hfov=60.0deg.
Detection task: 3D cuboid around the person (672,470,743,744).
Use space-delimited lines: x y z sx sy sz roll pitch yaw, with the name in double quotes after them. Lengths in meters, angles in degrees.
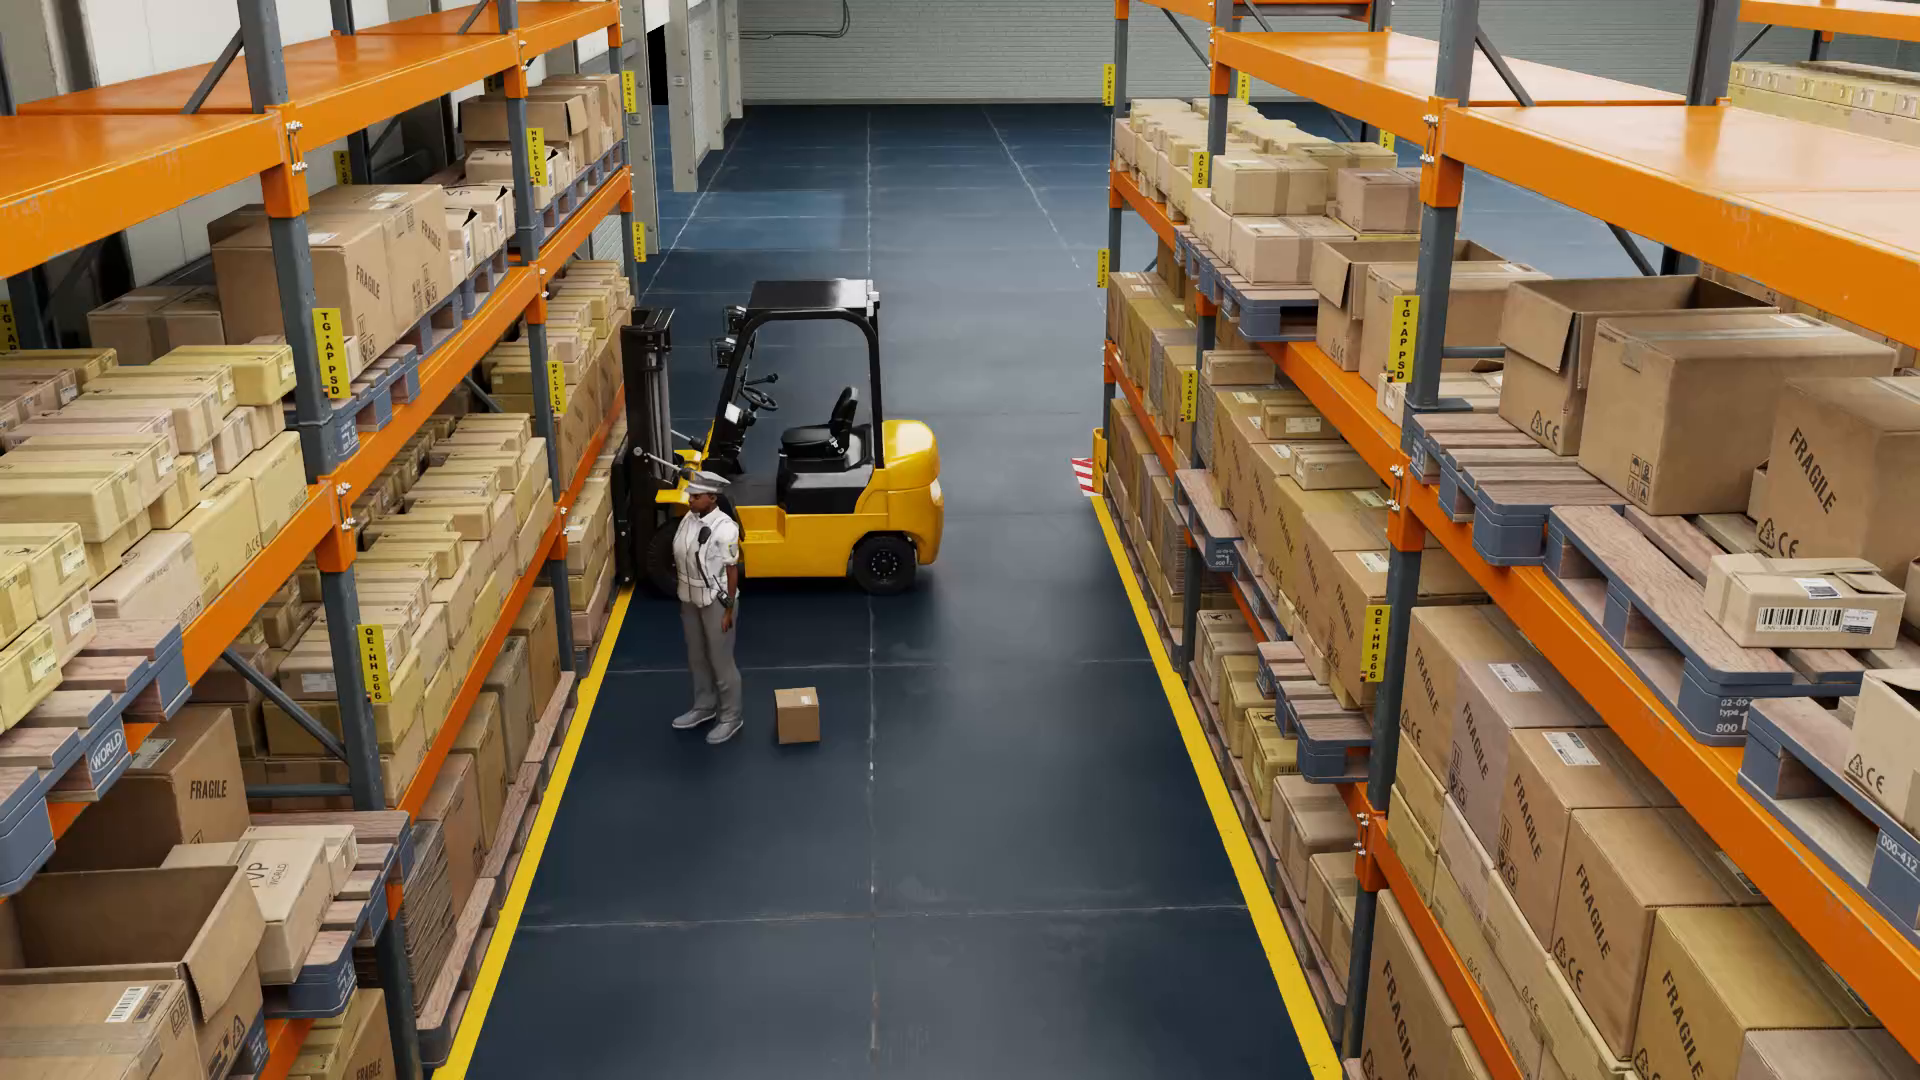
-1.531 0.377 10.029 0.439 1.694 0.354 17 26 38 "person"
